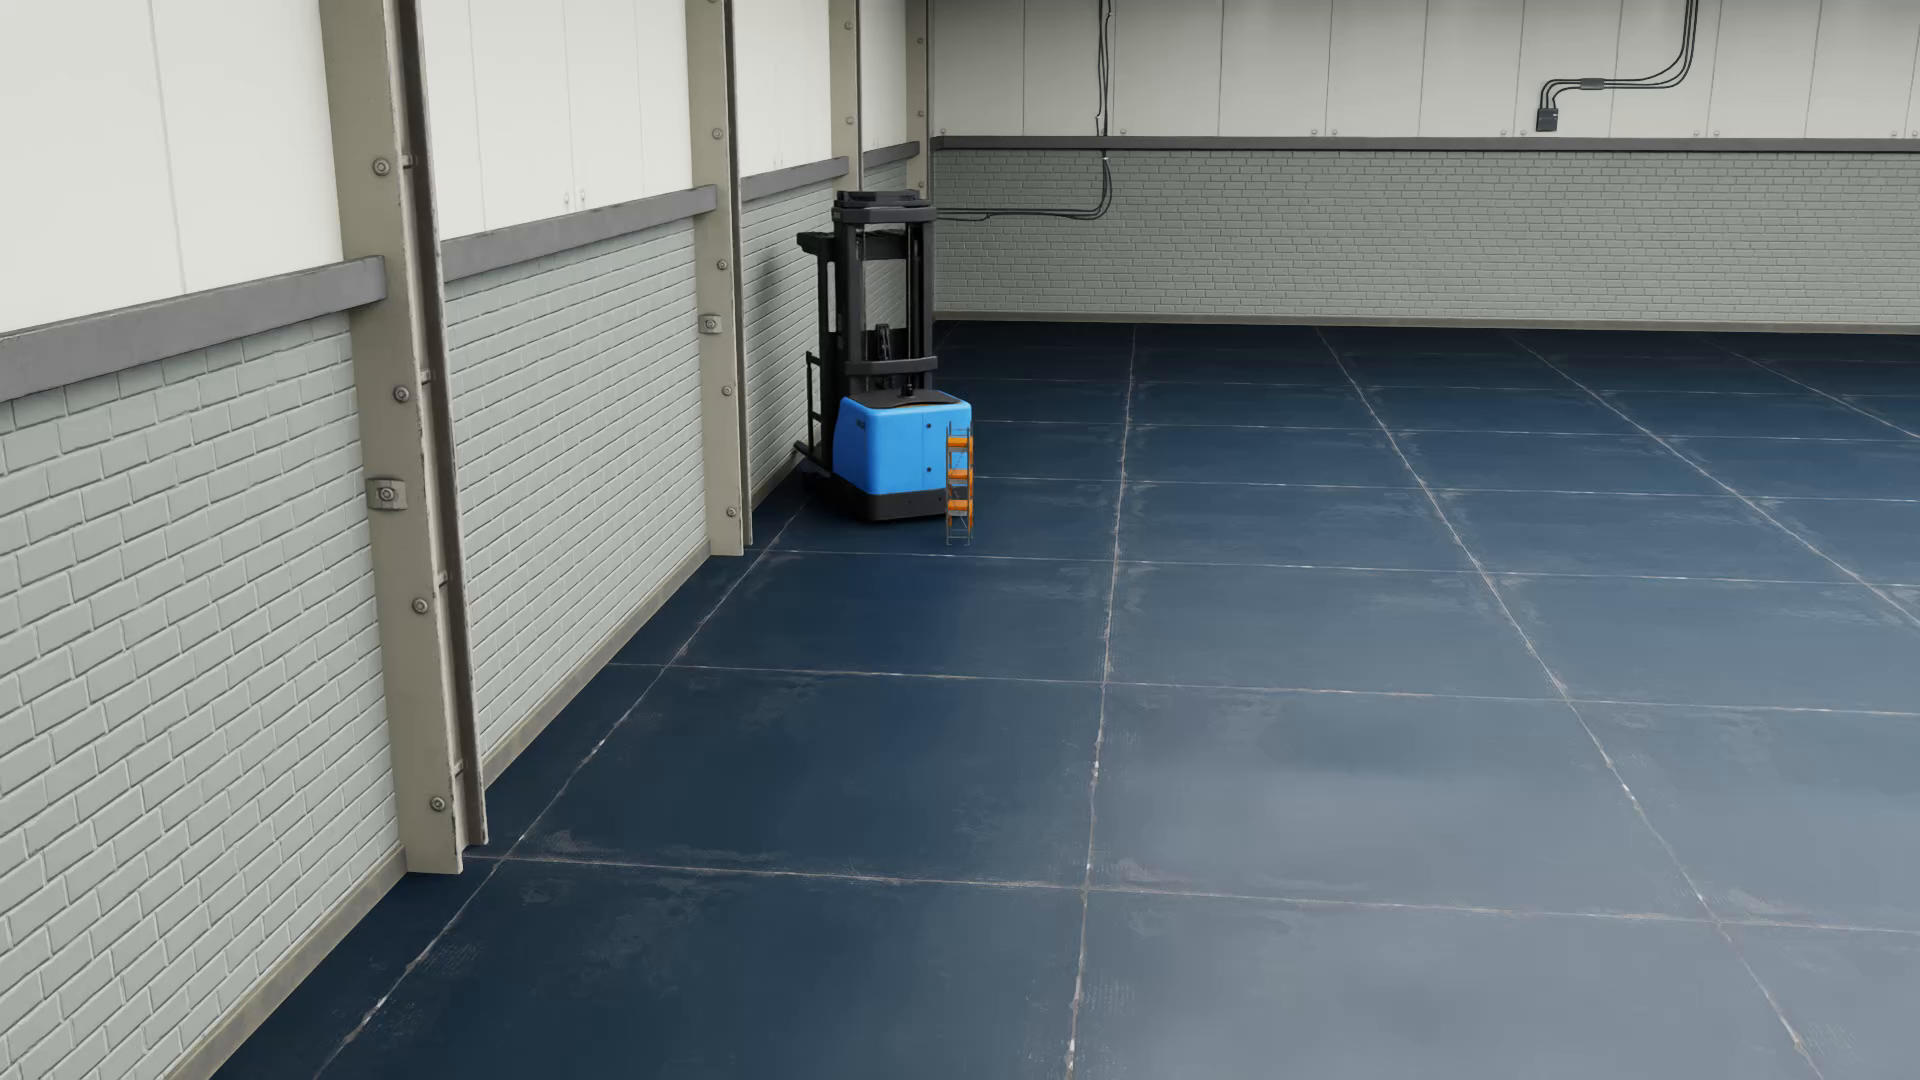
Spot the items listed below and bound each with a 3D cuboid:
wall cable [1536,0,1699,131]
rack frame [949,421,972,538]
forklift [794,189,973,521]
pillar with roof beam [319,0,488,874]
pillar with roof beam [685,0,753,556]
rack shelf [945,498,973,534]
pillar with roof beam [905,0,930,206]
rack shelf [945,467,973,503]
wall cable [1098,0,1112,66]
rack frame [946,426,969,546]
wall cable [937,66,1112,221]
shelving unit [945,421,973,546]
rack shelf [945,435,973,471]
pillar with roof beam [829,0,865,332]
[{"bbox_3d":[10.443,-9.461,25.896,2.305,6.003,0.169,2,15,6],"label":"wall cable"},{"bbox_3d":[0.008,-0.525,14.591,0.200,1.050,0.008,2,15,6],"label":"rack frame"},{"bbox_3d":[-0.918,-1.929,16.180,1.130,2.935,3.031,-6,16,-22],"label":"forklift"},{"bbox_3d":[1.612,-2.583,6.973,9.100,9.000,0.400,2,15,6],"label":"pillar with roof beam"},{"bbox_3d":[2.289,-4.139,12.728,9.100,9.000,0.400,2,15,6],"label":"pillar with roof beam"},{"bbox_3d":[-0.006,-0.214,14.549,0.215,0.259,0.240,2,15,6],"label":"rack shelf"},{"bbox_3d":[3.643,-7.251,24.238,9.100,9.000,0.400,2,15,6],"label":"pillar with roof beam"},{"bbox_3d":[-0.006,-0.483,14.476,0.215,0.259,0.240,2,15,6],"label":"rack shelf"},{"bbox_3d":[3.700,-8.962,26.840,3.097,2.526,0.112,2,15,6],"label":"wall cable"},{"bbox_3d":[-0.020,-0.461,14.357,0.200,1.050,0.008,2,15,6],"label":"rack frame"},{"bbox_3d":[1.012,-6.604,27.794,3.097,2.526,0.112,2,15,6],"label":"wall cable"},{"bbox_3d":[-0.006,-0.493,14.474,0.215,1.050,0.252,2,15,6],"label":"shelving unit"},{"bbox_3d":[-0.006,-0.757,14.402,0.215,0.259,0.240,2,15,6],"label":"rack shelf"},{"bbox_3d":[2.966,-5.695,18.483,9.100,9.000,0.400,2,15,6],"label":"pillar with roof beam"}]
